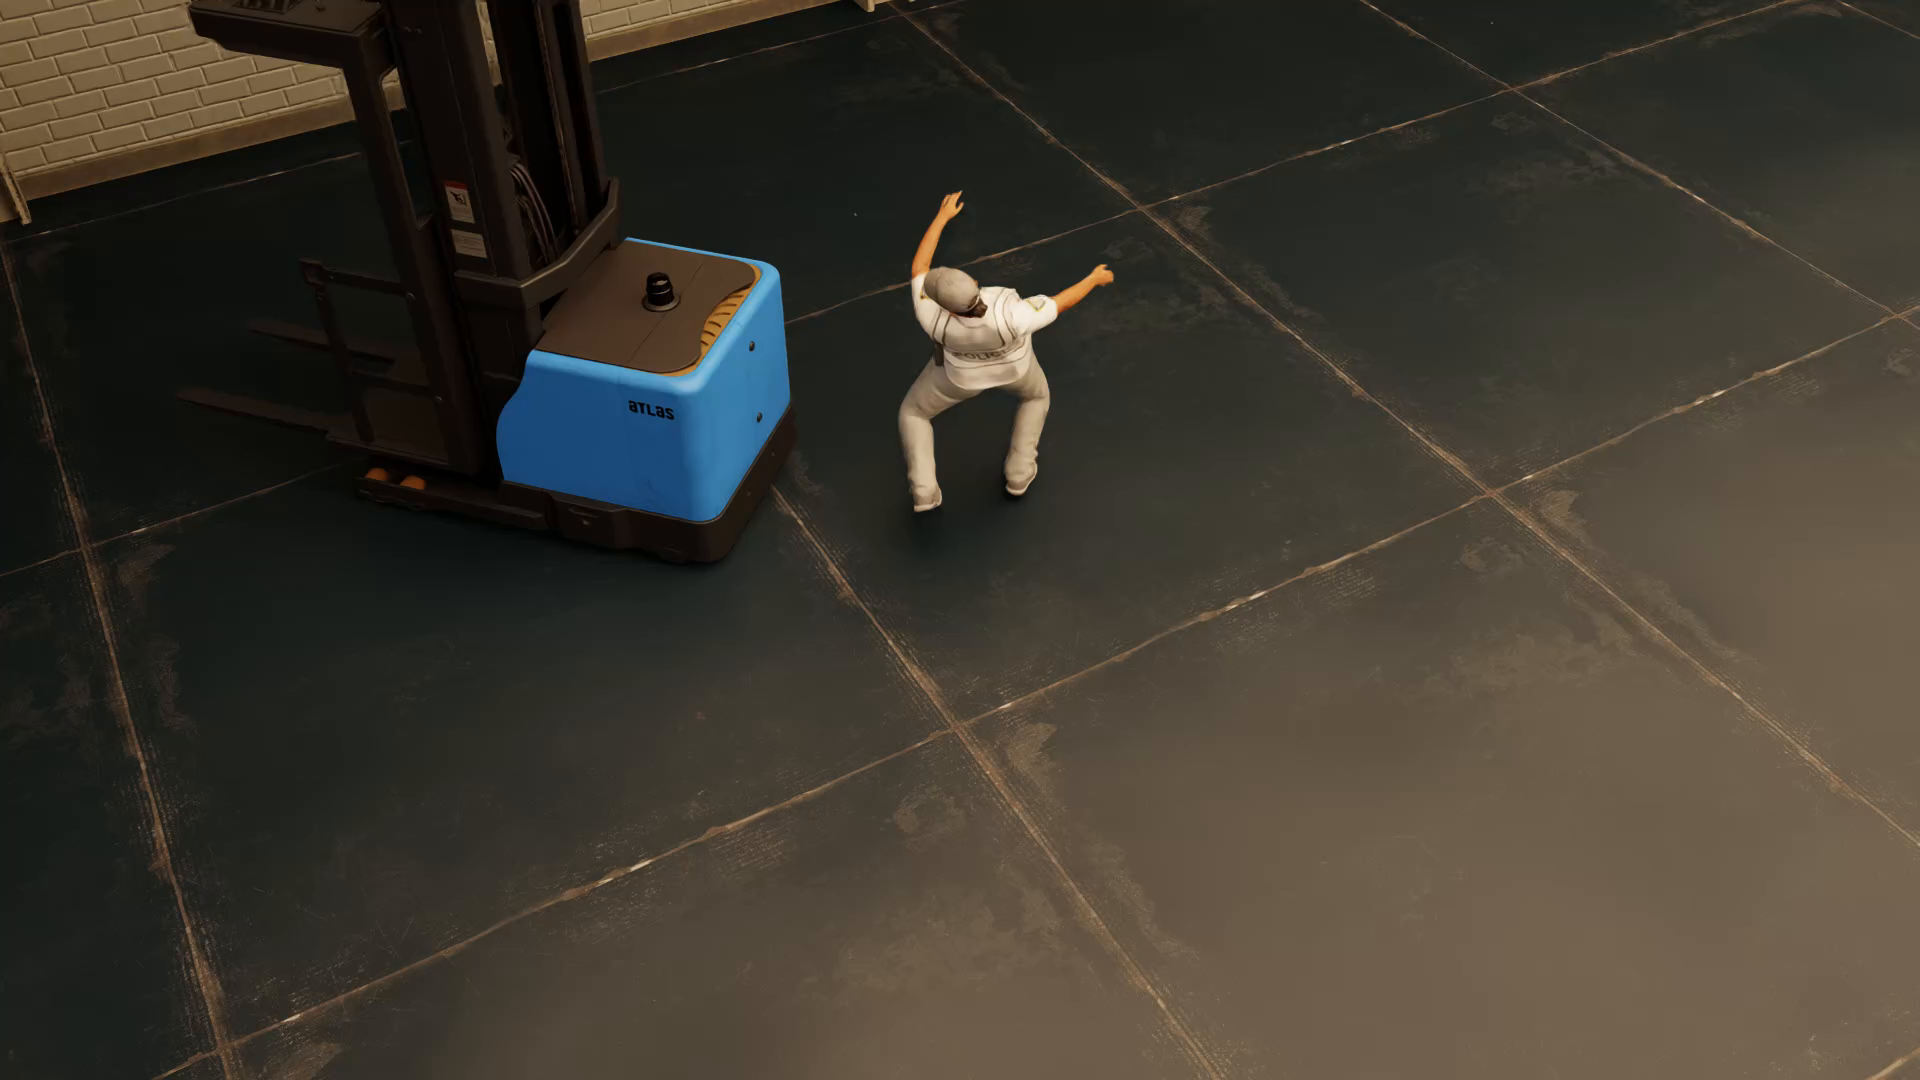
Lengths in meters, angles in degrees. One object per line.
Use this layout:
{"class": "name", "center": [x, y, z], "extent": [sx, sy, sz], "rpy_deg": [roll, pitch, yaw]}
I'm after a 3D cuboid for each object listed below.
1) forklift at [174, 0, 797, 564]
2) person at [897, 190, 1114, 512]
{"class": "forklift", "center": [-2.389, -1.548, 7.367], "extent": [3.031, 2.935, 1.130], "rpy_deg": [12, 44, 13]}
{"class": "person", "center": [0.222, -0.821, 7.652], "extent": [1.026, 1.459, 0.681], "rpy_deg": [-8, 43, -8]}
